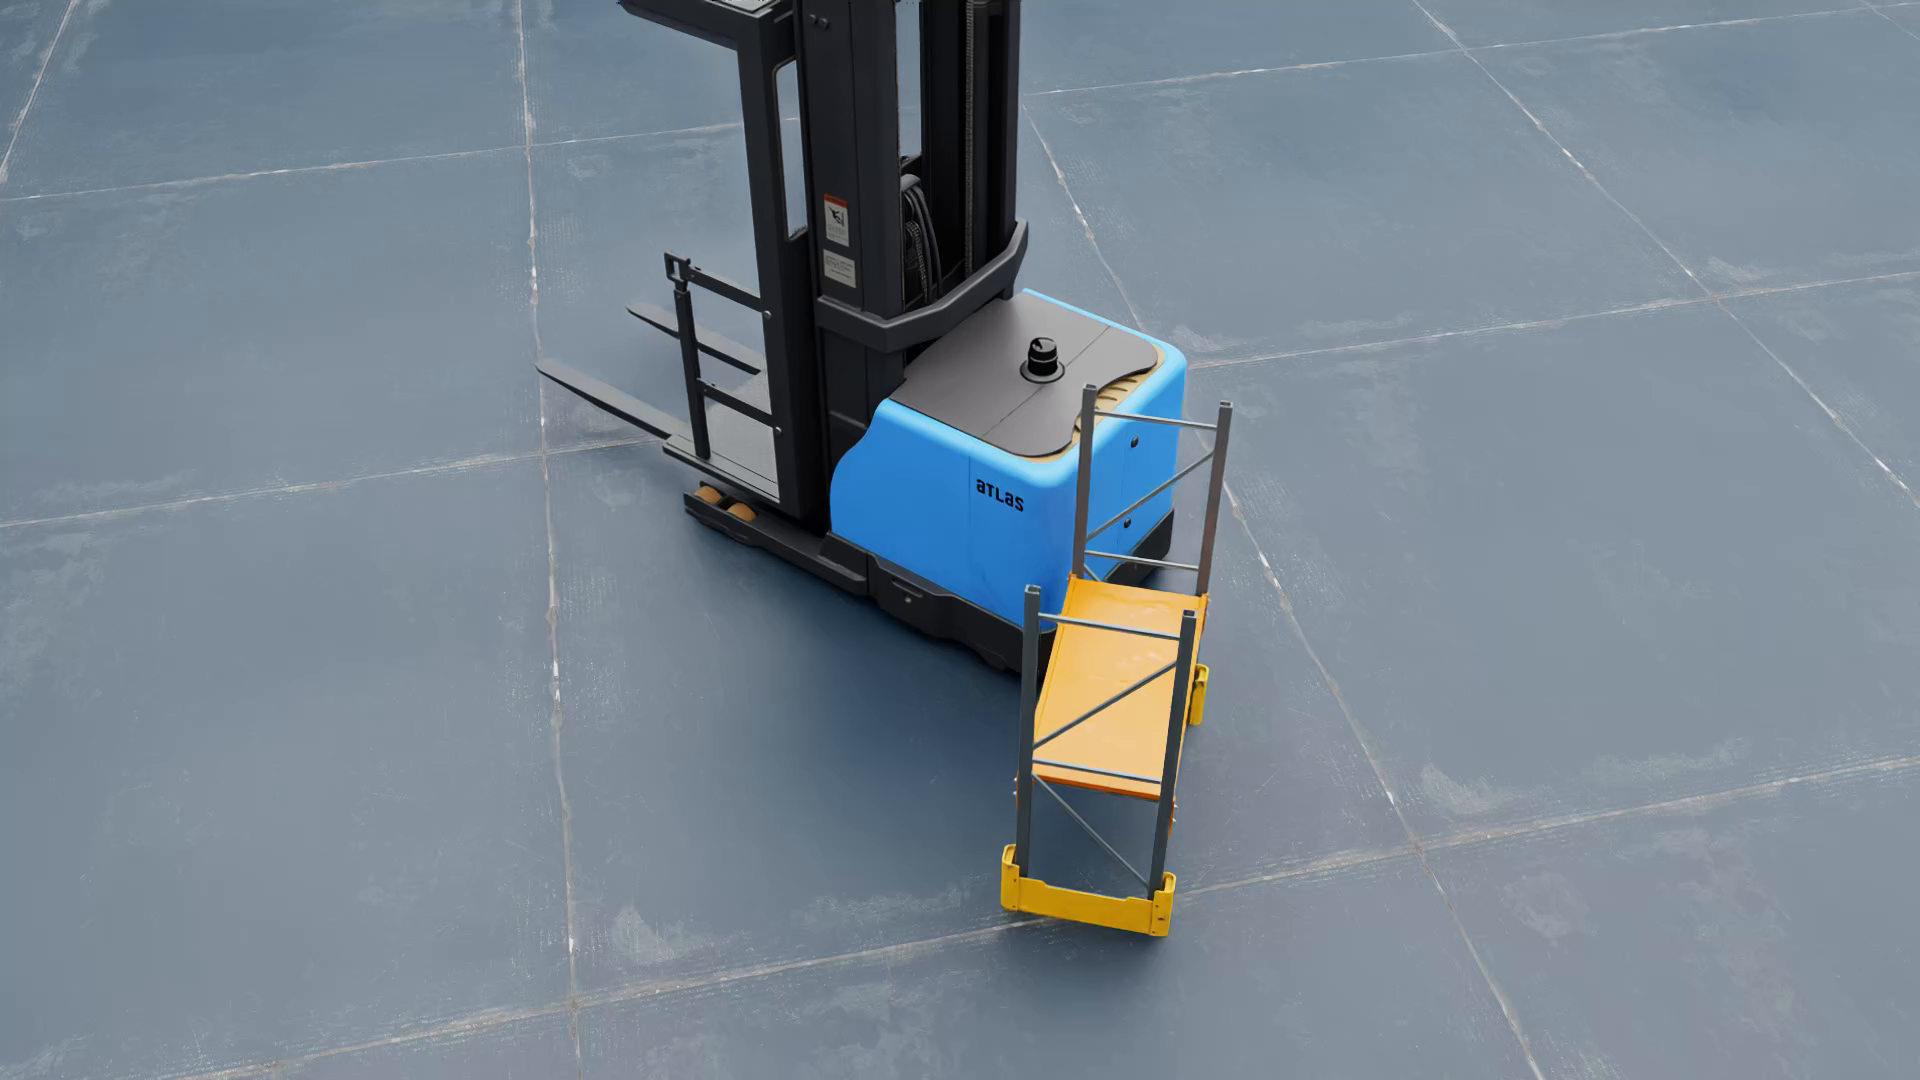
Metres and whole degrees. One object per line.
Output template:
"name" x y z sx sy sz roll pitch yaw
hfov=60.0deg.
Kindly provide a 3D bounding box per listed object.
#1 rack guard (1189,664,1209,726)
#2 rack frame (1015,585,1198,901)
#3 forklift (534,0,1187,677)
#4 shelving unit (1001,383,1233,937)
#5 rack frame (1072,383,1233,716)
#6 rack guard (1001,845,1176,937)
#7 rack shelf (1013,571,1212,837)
"rack guard" 0.654 0.559 6.432 0.587 0.250 0.087 8 42 9
"rack frame" 0.435 0.737 5.290 0.500 1.500 0.032 8 42 9
"forklift" -0.592 -1.347 6.560 3.031 2.935 1.130 26 48 26
"shelving unit" 0.544 0.414 5.654 0.587 1.500 1.083 8 42 9
"rack frame" 0.658 0.079 6.031 0.500 1.500 0.032 8 42 9
"rack guard" 0.435 1.204 5.705 0.587 0.250 0.087 8 42 9
"rack shelf" 0.546 0.543 5.780 0.538 0.185 1.000 8 42 9
